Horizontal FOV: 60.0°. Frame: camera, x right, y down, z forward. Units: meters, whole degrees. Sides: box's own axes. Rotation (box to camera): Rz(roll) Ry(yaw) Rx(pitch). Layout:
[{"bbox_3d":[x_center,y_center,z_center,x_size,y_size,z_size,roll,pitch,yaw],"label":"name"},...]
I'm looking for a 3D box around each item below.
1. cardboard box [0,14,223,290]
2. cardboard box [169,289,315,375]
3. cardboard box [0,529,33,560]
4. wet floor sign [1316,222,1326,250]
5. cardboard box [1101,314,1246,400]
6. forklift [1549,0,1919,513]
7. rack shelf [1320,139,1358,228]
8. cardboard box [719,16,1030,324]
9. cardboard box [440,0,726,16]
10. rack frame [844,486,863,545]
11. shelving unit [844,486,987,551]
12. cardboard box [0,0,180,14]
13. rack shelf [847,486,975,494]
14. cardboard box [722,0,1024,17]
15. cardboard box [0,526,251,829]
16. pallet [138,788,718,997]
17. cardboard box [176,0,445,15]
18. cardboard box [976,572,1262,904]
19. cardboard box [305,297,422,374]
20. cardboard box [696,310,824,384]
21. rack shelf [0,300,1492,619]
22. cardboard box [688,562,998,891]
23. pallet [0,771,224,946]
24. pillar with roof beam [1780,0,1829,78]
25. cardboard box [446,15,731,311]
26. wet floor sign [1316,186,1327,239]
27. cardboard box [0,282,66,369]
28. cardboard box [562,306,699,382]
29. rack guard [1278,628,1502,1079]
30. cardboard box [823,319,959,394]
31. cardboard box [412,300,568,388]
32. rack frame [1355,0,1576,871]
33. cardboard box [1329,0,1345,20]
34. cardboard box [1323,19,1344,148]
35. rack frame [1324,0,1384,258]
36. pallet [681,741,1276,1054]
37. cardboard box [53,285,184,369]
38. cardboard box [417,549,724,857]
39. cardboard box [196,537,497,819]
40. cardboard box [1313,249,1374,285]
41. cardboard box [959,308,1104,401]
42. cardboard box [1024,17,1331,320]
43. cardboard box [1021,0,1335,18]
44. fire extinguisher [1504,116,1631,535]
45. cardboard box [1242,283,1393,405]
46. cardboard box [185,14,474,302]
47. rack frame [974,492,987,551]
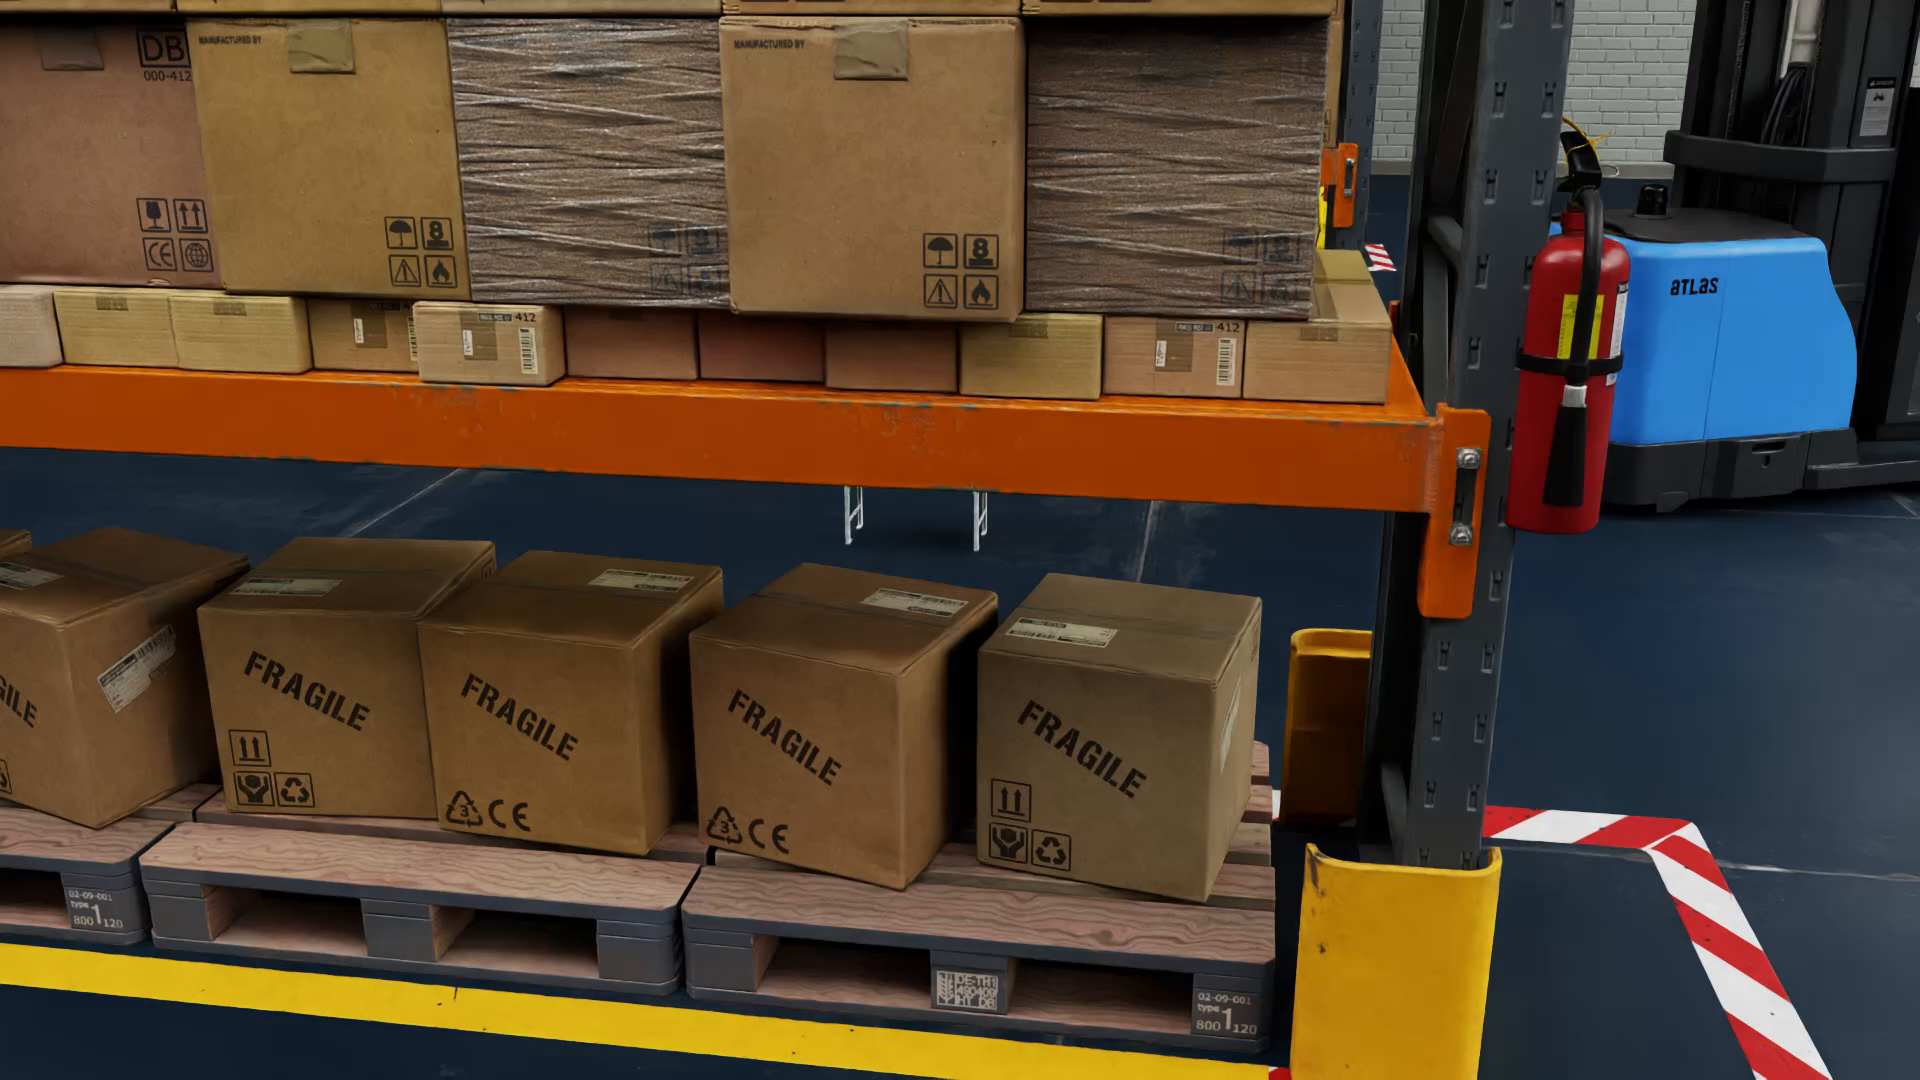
[{"bbox_3d":[-1.551,-0.857,3.511,0.500,0.500,0.875,3,19,9],"label":"cardboard box"},{"bbox_3d":[-1.336,-0.445,3.302,0.250,0.149,0.380,3,19,9],"label":"cardboard box"},{"bbox_3d":[-2.595,0.278,4.021,0.500,0.500,0.500,2,19,7],"label":"cardboard box"},{"bbox_3d":[2.195,-1.590,10.039,0.232,0.644,0.267,0,19,-1],"label":"wet floor sign"},{"bbox_3d":[0.405,-0.382,3.115,0.250,0.149,0.380,3,19,9],"label":"cardboard box"},{"bbox_3d":[3.859,-1.741,6.886,3.031,2.935,1.130,-5,19,-15],"label":"forklift"},{"bbox_3d":[-0.122,-1.847,8.231,4.000,0.370,1.077,3,19,9],"label":"rack shelf"},{"bbox_3d":[-0.085,-0.751,3.195,0.500,0.500,0.875,3,19,9],"label":"cardboard box"},{"bbox_3d":[-0.604,-1.201,2.964,0.500,0.500,0.500,3,19,9],"label":"cardboard box"},{"bbox_3d":[-0.404,-0.590,6.174,0.015,1.200,0.240,3,19,9],"label":"rack frame"},{"bbox_3d":[-0.163,-0.577,6.138,0.503,1.200,0.258,3,19,9],"label":"shelving unit"},{"bbox_3d":[-1.592,-1.251,3.112,0.500,0.500,0.500,3,19,9],"label":"cardboard box"},{"bbox_3d":[-0.163,-0.289,6.234,0.480,0.148,0.258,3,19,9],"label":"rack shelf"},{"bbox_3d":[-0.111,-1.175,2.887,0.500,0.500,0.500,3,19,9],"label":"cardboard box"},{"bbox_3d":[-2.028,0.305,3.942,0.500,0.500,0.500,9,21,26],"label":"cardboard box"},{"bbox_3d":[-1.106,0.665,3.982,1.213,0.211,1.003,3,19,9],"label":"pallet"},{"bbox_3d":[-1.096,-1.229,3.047,0.500,0.500,0.500,3,19,9],"label":"cardboard box"},{"bbox_3d":[0.352,0.410,3.627,0.500,0.500,0.500,7,20,19],"label":"cardboard box"},{"bbox_3d":[-1.081,-0.447,3.306,0.250,0.149,0.380,3,19,9],"label":"cardboard box"},{"bbox_3d":[-0.334,-0.422,3.233,0.250,0.149,0.380,3,19,9],"label":"cardboard box"},{"bbox_3d":[-1.009,-0.299,3.602,4.000,0.370,1.077,3,19,9],"label":"rack shelf"},{"bbox_3d":[-0.243,0.391,3.685,0.500,0.500,0.500,8,20,23],"label":"cardboard box"},{"bbox_3d":[-2.315,0.605,4.163,1.213,0.211,1.003,3,19,9],"label":"pallet"},{"bbox_3d":[8.018,-6.711,12.178,0.400,9.000,9.100,3,19,9],"label":"pillar with roof beam"},{"bbox_3d":[-0.572,-0.790,3.311,0.500,0.500,0.875,3,19,9],"label":"cardboard box"},{"bbox_3d":[2.556,-2.183,11.809,0.232,0.644,0.267,10,21,27],"label":"wet floor sign"},{"bbox_3d":[-1.834,-0.461,3.348,0.250,0.149,0.380,3,19,9],"label":"cardboard box"},{"bbox_3d":[-0.585,-0.427,3.249,0.250,0.149,0.380,3,19,9],"label":"cardboard box"},{"bbox_3d":[0.891,0.642,3.595,0.348,0.500,1.175,3,19,9],"label":"rack guard"},{"bbox_3d":[-0.094,-0.396,3.156,0.250,0.149,0.380,3,19,9],"label":"cardboard box"},{"bbox_3d":[-0.846,-0.412,3.204,0.250,0.149,0.380,3,19,9],"label":"cardboard box"},{"bbox_3d":[0.966,-0.539,3.187,0.127,3.000,1.000,3,19,9],"label":"rack frame"},{"bbox_3d":[1.492,-2.702,7.713,0.550,0.550,0.875,3,19,9],"label":"cardboard box"},{"bbox_3d":[1.479,-2.164,7.806,0.550,0.550,0.875,3,19,9],"label":"cardboard box"},{"bbox_3d":[1.853,-2.088,7.816,0.127,3.000,1.000,3,19,9],"label":"rack frame"},{"bbox_3d":[0.095,0.727,3.796,1.213,0.211,1.003,3,19,9],"label":"pallet"},{"bbox_3d":[-1.581,-0.461,3.350,0.250,0.149,0.380,3,19,9],"label":"cardboard box"},{"bbox_3d":[-0.858,0.354,3.796,0.500,0.500,0.500,5,19,14],"label":"cardboard box"},{"bbox_3d":[-1.402,0.312,3.922,0.500,0.500,0.500,1,19,4],"label":"cardboard box"},{"bbox_3d":[0.723,-0.509,3.493,0.250,0.149,0.380,3,19,9],"label":"cardboard box"},{"bbox_3d":[0.150,-0.379,3.104,0.250,0.149,0.380,3,19,9],"label":"cardboard box"},{"bbox_3d":[0.427,-0.764,3.232,0.500,0.500,0.875,3,19,9],"label":"cardboard box"},{"bbox_3d":[0.384,-1.152,2.817,0.500,0.500,0.500,3,19,9],"label":"cardboard box"},{"bbox_3d":[1.006,-0.352,2.751,0.183,0.674,0.296,3,19,9],"label":"fire extinguisher"},{"bbox_3d":[0.652,-0.370,3.077,0.250,0.149,0.380,3,19,9],"label":"cardboard box"},{"bbox_3d":[-1.064,-0.819,3.397,0.500,0.500,0.875,3,19,9],"label":"cardboard box"},{"bbox_3d":[0.077,-0.565,6.101,0.015,1.200,0.240,3,19,9],"label":"rack frame"}]
